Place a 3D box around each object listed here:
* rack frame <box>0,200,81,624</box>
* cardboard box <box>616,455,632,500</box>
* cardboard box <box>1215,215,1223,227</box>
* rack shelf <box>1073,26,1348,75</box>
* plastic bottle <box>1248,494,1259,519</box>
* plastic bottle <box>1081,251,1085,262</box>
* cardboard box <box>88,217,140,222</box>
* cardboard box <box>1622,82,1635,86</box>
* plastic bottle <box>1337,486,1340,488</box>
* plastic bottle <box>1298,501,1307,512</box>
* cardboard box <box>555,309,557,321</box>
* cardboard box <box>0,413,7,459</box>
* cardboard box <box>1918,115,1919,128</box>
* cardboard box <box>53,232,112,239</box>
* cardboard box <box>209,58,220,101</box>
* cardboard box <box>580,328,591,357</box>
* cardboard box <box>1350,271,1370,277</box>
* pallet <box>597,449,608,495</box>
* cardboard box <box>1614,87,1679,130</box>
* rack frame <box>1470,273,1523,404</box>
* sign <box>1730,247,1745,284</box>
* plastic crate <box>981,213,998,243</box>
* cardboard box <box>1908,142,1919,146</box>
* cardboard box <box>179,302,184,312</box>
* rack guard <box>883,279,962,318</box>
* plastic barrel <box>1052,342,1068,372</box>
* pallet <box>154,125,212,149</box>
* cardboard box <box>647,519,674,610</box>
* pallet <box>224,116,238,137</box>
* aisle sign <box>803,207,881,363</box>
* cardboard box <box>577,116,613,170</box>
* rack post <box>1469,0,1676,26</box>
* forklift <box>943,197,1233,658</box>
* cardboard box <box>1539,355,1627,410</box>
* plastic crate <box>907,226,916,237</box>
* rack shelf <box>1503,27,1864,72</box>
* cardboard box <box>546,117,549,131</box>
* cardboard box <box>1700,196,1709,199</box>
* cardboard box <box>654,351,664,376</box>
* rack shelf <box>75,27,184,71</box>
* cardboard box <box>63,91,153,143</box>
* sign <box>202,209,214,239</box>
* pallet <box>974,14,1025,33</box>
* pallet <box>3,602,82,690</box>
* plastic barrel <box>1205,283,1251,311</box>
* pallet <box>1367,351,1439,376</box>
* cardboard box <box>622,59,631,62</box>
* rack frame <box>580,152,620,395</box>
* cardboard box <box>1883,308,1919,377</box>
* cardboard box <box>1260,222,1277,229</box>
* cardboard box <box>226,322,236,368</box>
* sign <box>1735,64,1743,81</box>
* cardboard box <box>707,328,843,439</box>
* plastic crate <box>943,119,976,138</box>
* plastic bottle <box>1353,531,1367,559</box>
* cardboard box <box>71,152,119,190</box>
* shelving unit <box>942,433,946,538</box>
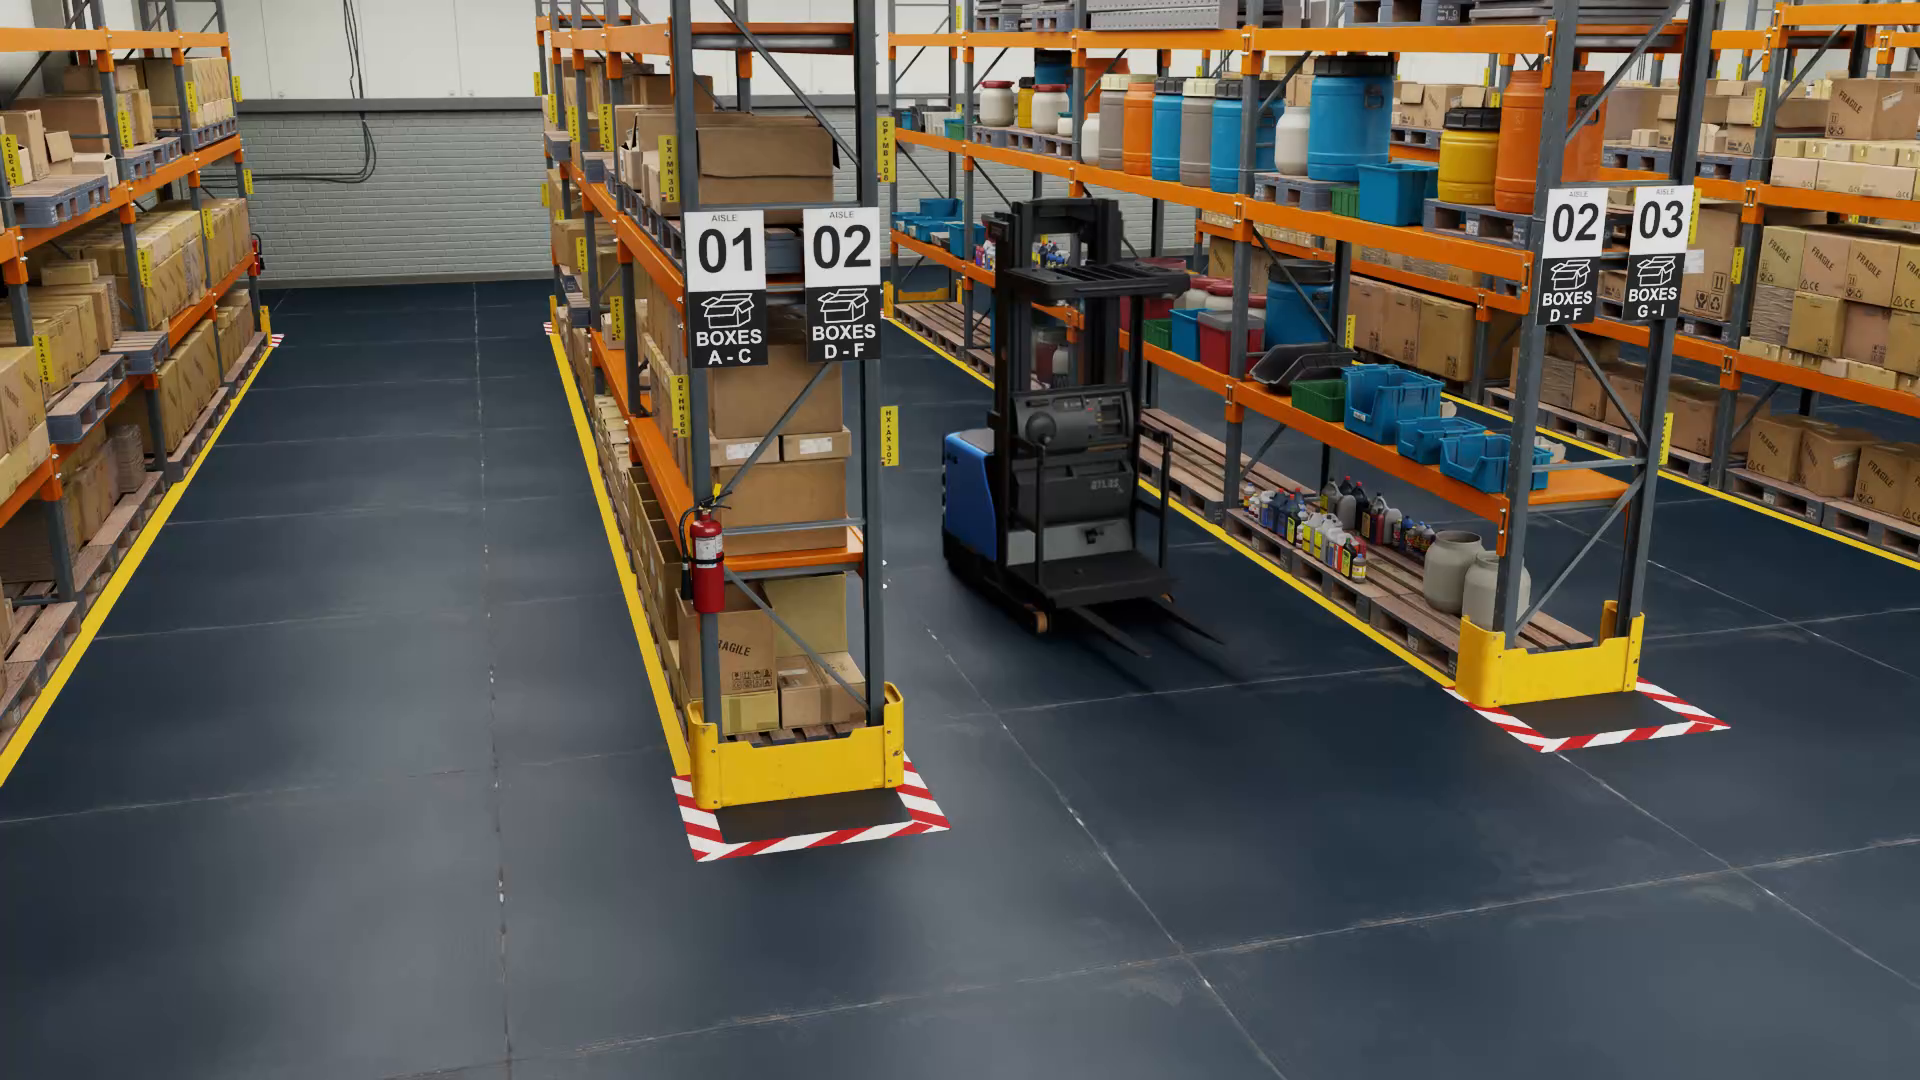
[{"bbox_3d":[-6.779,-0.778,11.326,1.000,3.000,0.127,-5,17,-15],"label":"rack frame"},{"bbox_3d":[-2.553,-0.556,13.663,0.500,0.311,0.500,-4,17,-14],"label":"cardboard box"},{"bbox_3d":[4.134,-4.885,25.439,0.380,0.149,0.250,-5,17,-17],"label":"cardboard box"},{"bbox_3d":[2.197,-4.451,15.074,1.077,0.370,4.000,-5,17,-15],"label":"rack shelf"},{"bbox_3d":[2.441,-0.280,13.771,0.097,0.201,0.097,0,17,0],"label":"plastic bottle"},{"bbox_3d":[1.418,-3.217,19.533,0.144,0.351,0.185,-5,17,-15],"label":"plastic bottle"},{"bbox_3d":[-8.951,-3.257,17.553,0.500,0.250,0.500,-4,17,-15],"label":"cardboard box"},{"bbox_3d":[9.676,-6.462,23.735,0.380,0.149,0.250,-4,17,-14],"label":"cardboard box"},{"bbox_3d":[3.196,-0.364,13.905,0.061,0.283,0.133,-4,17,-12],"label":"plastic bottle"},{"bbox_3d":[2.726,-0.178,13.309,0.097,0.271,0.097,0,17,0],"label":"plastic bottle"},{"bbox_3d":[-5.530,-3.192,23.555,0.380,0.149,0.250,-5,17,-15],"label":"cardboard box"},{"bbox_3d":[-6.081,-0.690,9.959,0.500,0.500,0.500,-5,17,-17],"label":"cardboard box"},{"bbox_3d":[11.194,-4.848,18.915,0.500,0.311,0.500,-5,17,-15],"label":"cardboard box"},{"bbox_3d":[-8.528,-2.834,16.142,0.500,0.250,0.500,-5,17,-17],"label":"cardboard box"},{"bbox_3d":[-9.334,-5.606,20.240,0.500,0.500,0.500,-5,18,-18],"label":"cardboard box"},{"bbox_3d":[-3.903,-2.187,18.297,0.500,0.250,0.500,-5,17,-16],"label":"cardboard box"},{"bbox_3d":[5.506,-3.173,22.266,1.225,0.875,0.875,-5,17,-15],"label":"cardboard box"},{"bbox_3d":[-2.927,-0.710,15.950,1.003,0.211,1.213,-5,17,-15],"label":"pallet"},{"bbox_3d":[7.054,-4.391,17.100,0.500,0.500,0.500,-4,17,-14],"label":"cardboard box"},{"bbox_3d":[6.410,-3.059,18.921,1.000,3.000,0.127,-5,17,-15],"label":"rack frame"},{"bbox_3d":[6.977,-2.462,14.922,0.100,0.325,0.005,-5,17,-15],"label":"sign"},{"bbox_3d":[0.544,-4.100,22.171,0.402,0.464,0.583,-5,17,-15],"label":"plastic crate"},{"bbox_3d":[8.115,-3.223,13.821,0.380,0.149,0.250,-5,18,-17],"label":"cardboard box"},{"bbox_3d":[-8.305,-2.454,17.308,0.380,0.149,0.250,-5,17,-17],"label":"cardboard box"},{"bbox_3d":[-0.570,-3.689,25.362,1.175,0.500,0.348,-5,17,-15],"label":"rack guard"},{"bbox_3d":[1.256,-1.960,18.857,0.421,0.512,0.421,0,17,0],"label":"plastic barrel"},{"bbox_3d":[-9.192,-4.612,19.031,1.003,0.211,1.213,-5,17,-15],"label":"pallet"},{"bbox_3d":[-1.776,0.154,10.971,0.500,0.500,0.500,-5,17,-15],"label":"cardboard box"},{"bbox_3d":[-9.862,-5.287,21.278,1.003,0.211,1.213,-5,17,-15],"label":"pallet"},{"bbox_3d":[-0.605,-1.315,8.596,0.394,0.787,0.004,-5,17,-15],"label":"aisle sign"},{"bbox_3d":[-3.268,-3.879,16.264,0.910,0.500,0.500,-5,17,-15],"label":"cardboard box"},{"bbox_3d":[3.761,-3.307,10.189,0.937,0.300,0.954,-3,17,-9],"label":"rack post"},{"bbox_3d":[0.906,-0.877,11.778,1.130,2.935,3.031,-7,18,-22],"label":"forklift"},{"bbox_3d":[6.778,-1.736,18.098,0.700,0.500,0.500,-6,18,-20],"label":"cardboard box"},{"bbox_3d":[-0.604,-4.405,23.758,0.250,0.136,0.298,-5,17,-15],"label":"plastic crate"},{"bbox_3d":[6.960,-4.843,16.377,1.077,0.370,4.000,-5,17,-15],"label":"rack shelf"},{"bbox_3d":[-5.154,-5.415,21.810,0.500,0.250,0.500,-5,17,-15],"label":"cardboard box"},{"bbox_3d":[10.480,-4.725,23.141,0.380,0.149,0.250,-5,17,-17],"label":"cardboard box"},{"bbox_3d":[-1.914,-1.226,11.518,0.380,0.149,0.250,-5,17,-16],"label":"cardboard box"},{"bbox_3d":[-8.427,-4.774,16.150,1.077,0.370,4.000,-5,17,-15],"label":"rack shelf"},{"bbox_3d":[-8.626,-4.285,16.849,0.700,0.500,0.500,-5,17,-16],"label":"cardboard box"},{"bbox_3d":[-8.458,-3.553,18.690,0.100,0.325,0.005,-5,17,-15],"label":"sign"},{"bbox_3d":[0.805,-6.138,19.769,1.003,0.211,1.213,-5,17,-15],"label":"pallet"},{"bbox_3d":[-6.560,0.741,11.118,1.003,0.211,1.213,-5,17,-15],"label":"pallet"},{"bbox_3d":[2.493,-2.111,15.529,0.433,0.535,0.433,0,17,0],"label":"plastic barrel"},{"bbox_3d":[5.934,-2.284,21.189,1.003,0.211,1.213,-5,17,-15],"label":"pallet"},{"bbox_3d":[-4.387,-5.627,20.346,0.700,0.500,0.500,-5,17,-15],"label":"cardboard box"},{"bbox_3d":[-3.116,-2.277,16.317,1.000,3.000,0.127,-5,17,-15],"label":"rack frame"},{"bbox_3d":[8.009,-1.600,13.375,0.875,0.500,0.500,-5,17,-15],"label":"cardboard box"},{"bbox_3d":[4.652,-4.621,23.867,0.500,0.250,0.500,-4,17,-14],"label":"cardboard box"},{"bbox_3d":[-9.219,-2.349,20.172,0.700,0.500,0.500,-5,17,-16],"label":"cardboard box"},{"bbox_3d":[13.205,-7.906,28.187,0.100,0.325,0.005,-5,17,-15],"label":"sign"},{"bbox_3d":[-1.048,-0.878,9.231,0.700,0.500,0.500,-5,17,-15],"label":"cardboard box"},{"bbox_3d":[-0.009,-5.357,21.648,0.416,0.233,0.300,-5,17,-15],"label":"plastic crate"},{"bbox_3d":[2.979,0.082,12.422,0.061,0.283,0.133,-5,17,-15],"label":"plastic bottle"},{"bbox_3d":[-7.420,-3.110,13.996,0.500,0.311,0.500,-5,17,-15],"label":"cardboard box"},{"bbox_3d":[-0.002,-0.433,13.830,0.258,0.900,0.210,-5,17,-15],"label":"shelving unit"}]
